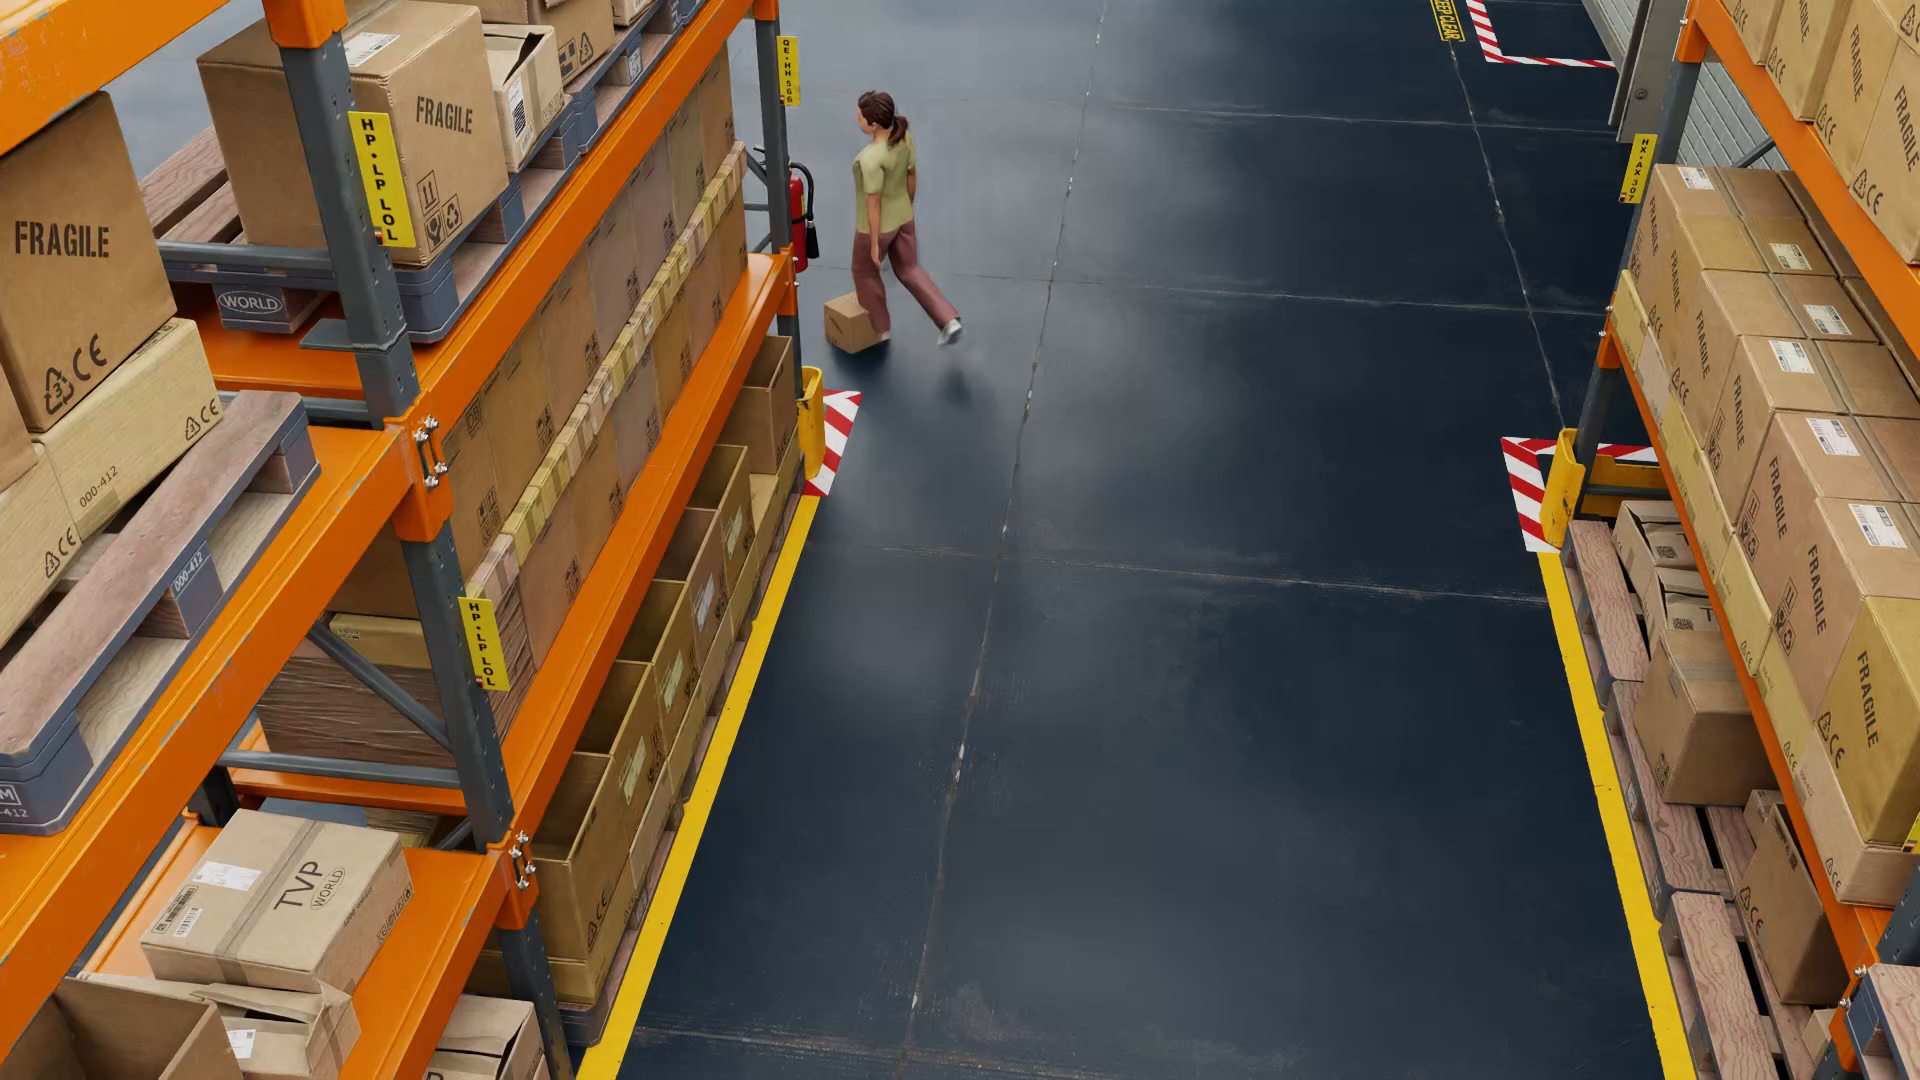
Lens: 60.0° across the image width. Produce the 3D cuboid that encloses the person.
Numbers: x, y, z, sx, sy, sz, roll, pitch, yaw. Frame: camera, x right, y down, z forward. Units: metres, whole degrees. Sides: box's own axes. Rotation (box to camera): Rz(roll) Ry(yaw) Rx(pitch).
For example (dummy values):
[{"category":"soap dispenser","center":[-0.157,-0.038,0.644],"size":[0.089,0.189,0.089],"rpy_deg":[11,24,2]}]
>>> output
[{"category":"person","center":[-0.386,-1.792,9.475],"size":[0.839,1.630,0.502],"rpy_deg":[26,44,31]}]
